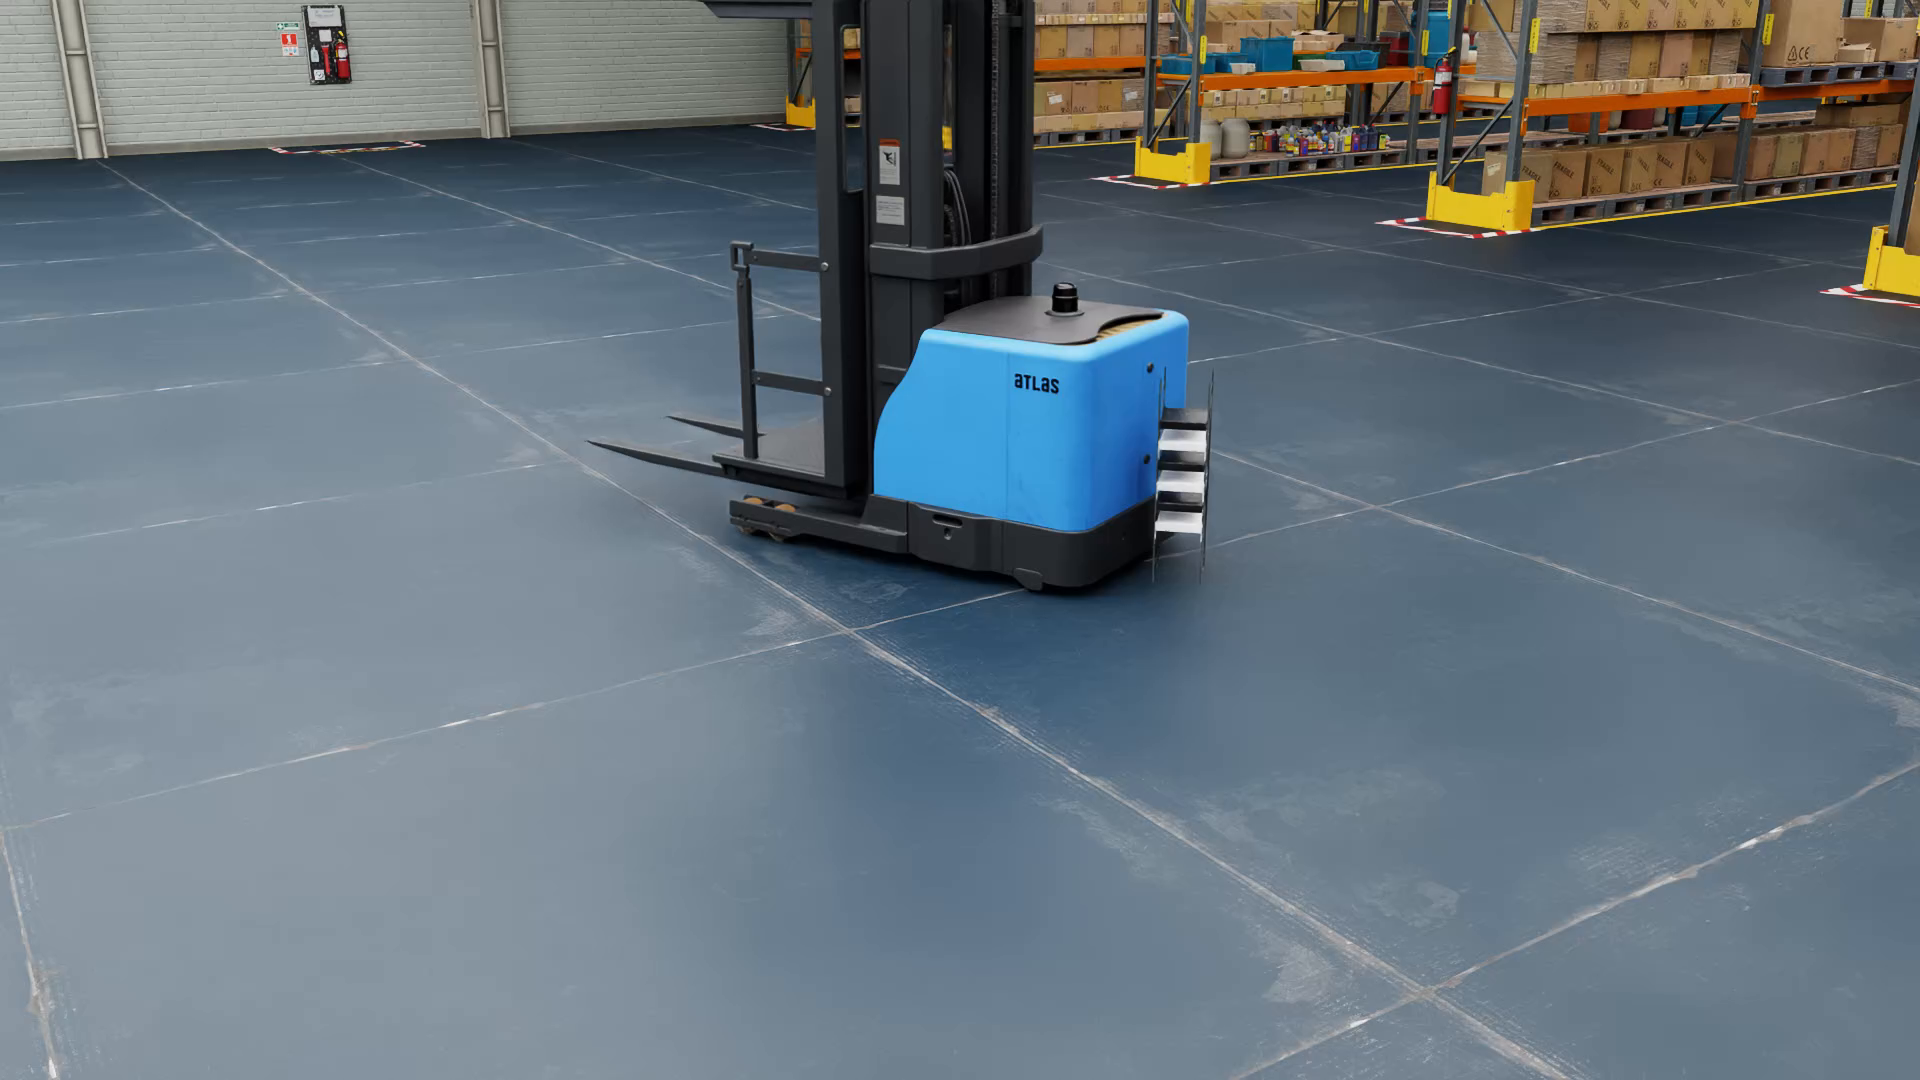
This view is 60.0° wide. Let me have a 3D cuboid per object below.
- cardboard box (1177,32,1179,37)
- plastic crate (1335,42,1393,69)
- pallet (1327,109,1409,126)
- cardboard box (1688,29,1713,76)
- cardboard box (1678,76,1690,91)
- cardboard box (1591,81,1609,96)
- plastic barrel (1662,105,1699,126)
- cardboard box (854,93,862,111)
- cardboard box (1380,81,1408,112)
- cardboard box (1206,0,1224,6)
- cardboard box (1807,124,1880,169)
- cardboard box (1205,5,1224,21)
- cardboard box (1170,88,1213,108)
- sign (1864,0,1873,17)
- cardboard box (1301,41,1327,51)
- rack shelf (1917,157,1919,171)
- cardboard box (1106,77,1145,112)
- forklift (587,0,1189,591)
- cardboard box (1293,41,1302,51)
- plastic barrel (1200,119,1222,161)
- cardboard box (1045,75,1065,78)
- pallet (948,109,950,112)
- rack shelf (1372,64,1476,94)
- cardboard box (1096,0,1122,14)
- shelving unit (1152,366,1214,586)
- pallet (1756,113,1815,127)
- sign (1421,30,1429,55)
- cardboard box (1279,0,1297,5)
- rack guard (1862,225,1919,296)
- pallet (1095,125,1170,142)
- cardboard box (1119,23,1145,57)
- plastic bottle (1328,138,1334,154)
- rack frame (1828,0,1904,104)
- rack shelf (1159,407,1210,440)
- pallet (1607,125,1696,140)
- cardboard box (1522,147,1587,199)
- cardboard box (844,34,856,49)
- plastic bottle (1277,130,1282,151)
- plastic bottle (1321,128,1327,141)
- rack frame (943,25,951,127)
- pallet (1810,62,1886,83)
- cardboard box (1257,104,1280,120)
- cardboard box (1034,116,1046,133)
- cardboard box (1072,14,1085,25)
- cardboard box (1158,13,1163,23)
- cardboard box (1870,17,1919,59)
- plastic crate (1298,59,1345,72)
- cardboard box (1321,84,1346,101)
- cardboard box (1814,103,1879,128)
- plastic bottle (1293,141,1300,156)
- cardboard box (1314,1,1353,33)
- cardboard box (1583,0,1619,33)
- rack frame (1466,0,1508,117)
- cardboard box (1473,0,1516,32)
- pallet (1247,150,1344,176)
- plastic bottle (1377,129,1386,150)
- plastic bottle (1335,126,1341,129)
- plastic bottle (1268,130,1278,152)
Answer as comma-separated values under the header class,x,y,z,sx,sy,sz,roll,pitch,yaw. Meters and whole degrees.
class,x,y,z,sx,sy,sz,roll,pitch,yaw
cardboard box,4.352,-10.046,33.138,0.250,0.149,0.380,-12,22,-32
plastic crate,5.550,-6.718,23.029,0.504,0.338,0.767,-12,22,-31
pallet,7.322,-7.636,30.001,1.213,0.211,1.003,-12,22,-31
cardboard box,7.935,-5.527,18.790,0.500,0.500,0.875,-12,22,-31
cardboard box,7.879,-5.093,18.518,0.250,0.149,0.380,-12,22,-31
cardboard box,6.657,-4.814,17.693,0.250,0.149,0.380,-12,22,-31
plastic barrel,11.684,-7.203,26.989,0.708,0.901,0.600,-12,22,-31
cardboard box,-1.628,-7.883,29.891,0.500,0.311,0.500,-10,21,-27
cardboard box,7.649,-7.957,29.814,0.500,0.500,0.500,-13,23,-33
cardboard box,4.919,-10.819,33.239,0.500,0.250,0.500,-12,22,-32
cardboard box,11.118,-4.985,21.022,0.500,0.500,0.700,-14,23,-36
cardboard box,4.939,-10.464,33.362,0.500,0.500,0.500,-11,22,-30
cardboard box,3.819,-7.299,27.413,0.500,0.311,0.500,-12,22,-31
sign,11.814,-6.881,21.608,0.005,0.325,0.100,-12,22,-31
cardboard box,6.078,-8.484,28.549,0.250,0.149,0.380,-12,22,-31
rack shelf,9.755,-3.443,14.368,4.000,0.370,1.077,-12,22,-31
cardboard box,2.645,-7.157,26.699,0.500,0.500,0.500,-12,22,-31
forklift,-0.480,-1.516,7.651,3.031,2.935,1.130,12,22,31
cardboard box,5.643,-8.477,28.527,0.250,0.149,0.380,-10,21,-27
plastic barrel,3.225,-5.257,21.841,0.421,0.512,0.421,0,19,0
cardboard box,1.618,-8.718,32.064,0.500,0.500,0.700,-12,22,-32
pallet,-0.952,-7.790,30.458,1.213,0.211,1.003,-12,22,-31
rack shelf,7.728,-6.817,24.348,4.000,0.370,1.077,-12,22,-31
cardboard box,2.129,-8.536,26.127,0.500,0.500,0.700,-12,22,-31
shelving unit,0.958,-0.274,7.151,0.210,0.900,0.258,4,19,11
pallet,14.352,-7.249,28.859,1.213,0.211,1.003,-12,22,-31
sign,6.351,-6.787,22.705,0.005,0.325,0.100,-12,22,-31
cardboard box,6.609,-11.179,34.306,0.500,0.250,0.500,-11,22,-30
rack guard,8.064,-2.243,13.599,0.348,0.500,1.175,-12,22,-31
pallet,2.649,-6.681,27.177,1.213,0.211,1.003,-12,22,-31
cardboard box,2.532,-8.004,26.580,0.500,0.500,0.700,-12,22,-32
plastic bottle,5.027,-5.351,22.572,0.097,0.201,0.097,0,19,0
rack frame,16.080,-8.919,29.443,0.127,3.000,1.000,-12,22,-31
rack shelf,0.958,-0.499,7.075,0.200,0.077,0.258,4,19,11
pallet,11.052,-6.552,26.797,1.213,0.211,1.003,-12,22,-31
cardboard box,6.452,-4.011,18.172,0.500,0.500,0.500,-6,20,-17
cardboard box,-2.150,-8.690,28.969,0.500,0.250,0.500,-13,22,-33
plastic bottle,4.351,-5.521,22.958,0.135,0.276,0.152,-13,22,-33
plastic bottle,5.101,-5.632,23.294,0.097,0.271,0.097,0,19,0
rack frame,-0.004,-7.426,25.028,0.127,3.000,1.000,-12,22,-31
pallet,10.492,-5.734,20.323,1.213,0.211,1.003,-12,22,-31
cardboard box,5.094,-7.303,28.301,0.500,0.250,0.500,-11,22,-30
cardboard box,0.982,-6.447,25.768,0.500,0.250,0.500,-12,22,-31
cardboard box,1.726,-8.063,25.742,0.250,0.149,0.380,-12,22,-31
cardboard box,3.020,-8.337,26.553,0.250,0.149,0.380,-12,22,-33
cardboard box,11.693,-6.325,20.960,0.500,0.500,0.500,-15,24,-38
plastic crate,4.841,-6.327,22.187,0.437,0.136,0.530,-12,22,-31
cardboard box,6.375,-7.839,29.011,0.500,0.311,0.500,-11,22,-30
cardboard box,11.142,-5.342,20.909,0.500,0.250,0.500,-9,21,-25
plastic bottle,4.489,-5.238,22.236,0.097,0.201,0.097,0,19,0
cardboard box,7.752,-11.098,35.419,0.700,0.700,0.980,-12,22,-31
cardboard box,6.472,-5.548,17.290,0.500,0.500,0.500,-12,22,-31
rack frame,10.018,-9.540,31.280,0.127,3.000,1.000,-12,22,-31
cardboard box,5.764,-5.601,17.446,0.500,0.500,0.500,-12,22,-31
pallet,4.454,-5.161,22.681,1.213,0.211,1.003,-12,22,-31
plastic bottle,5.837,-5.554,23.044,0.133,0.283,0.061,-11,21,-29
plastic bottle,5.295,-5.720,23.547,0.135,0.276,0.152,-11,22,-29
plastic bottle,4.294,-5.472,22.801,0.133,0.283,0.061,-12,22,-31
